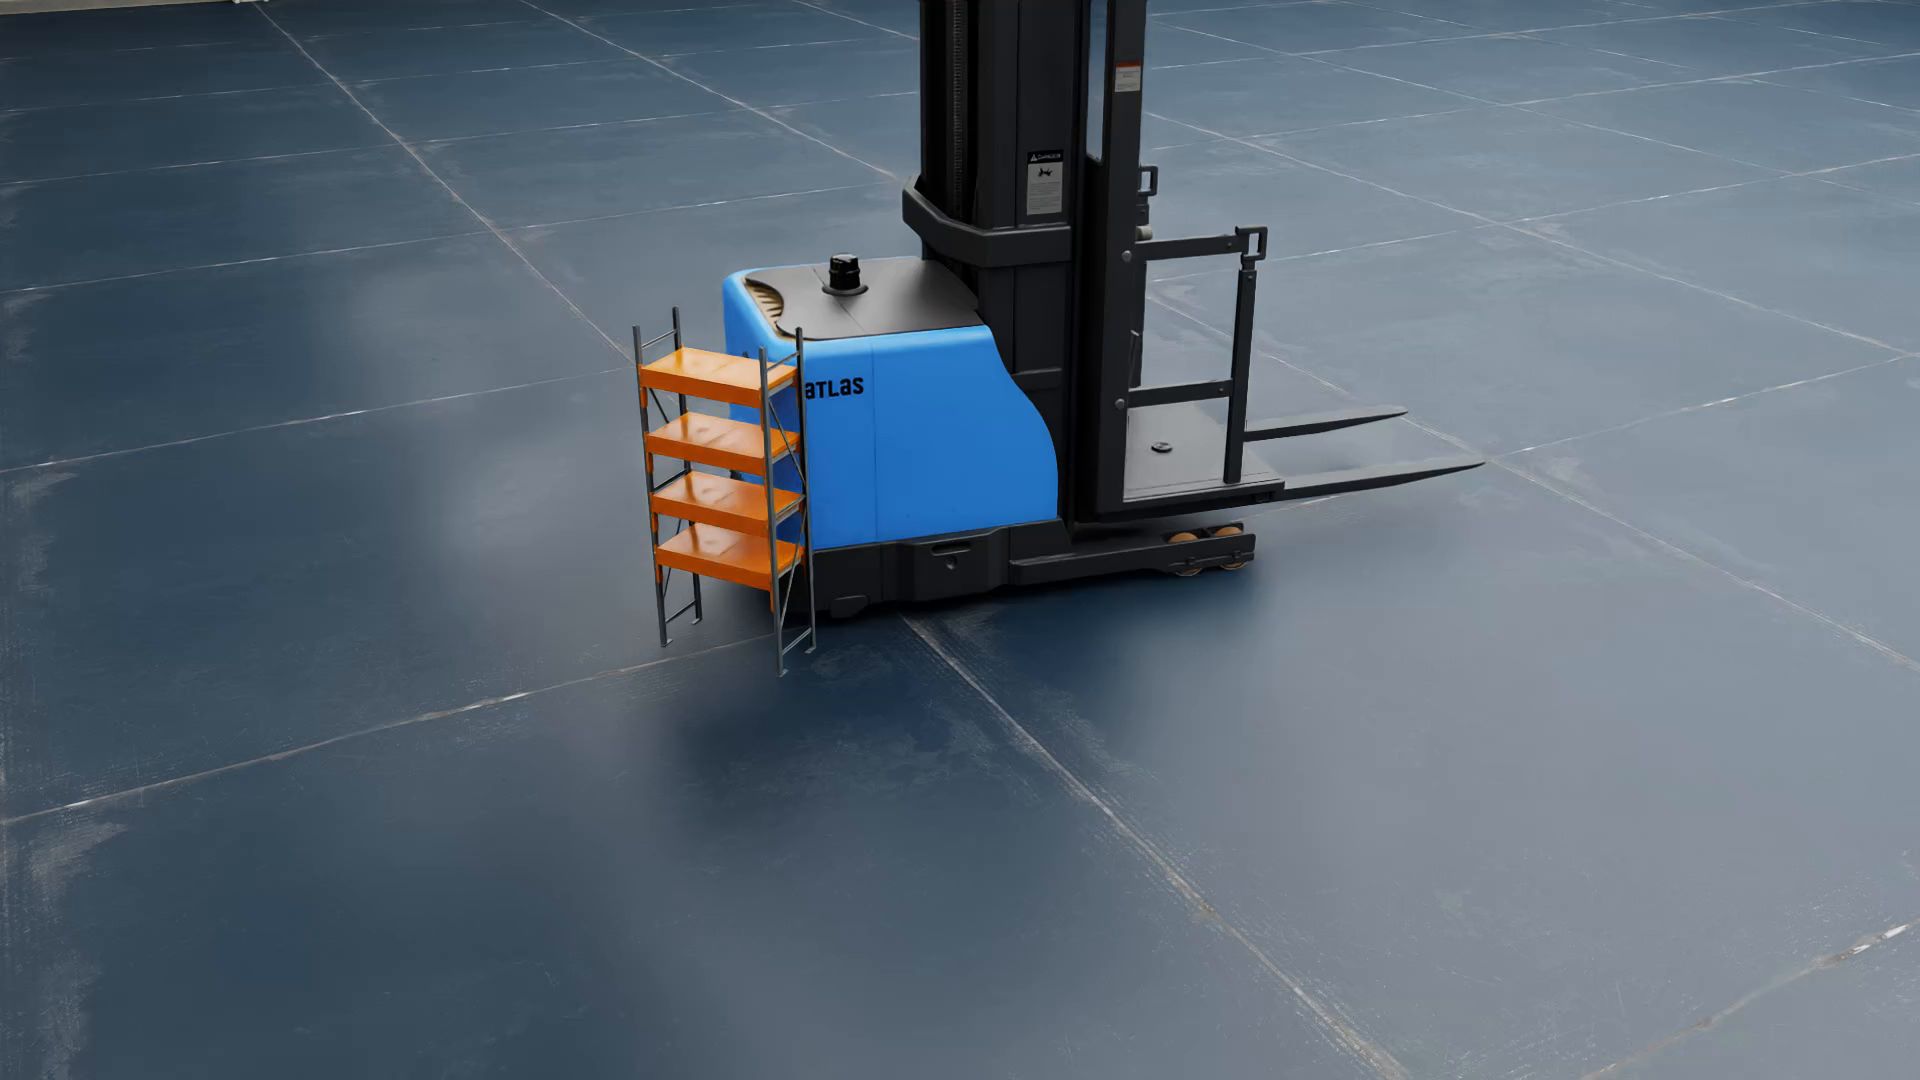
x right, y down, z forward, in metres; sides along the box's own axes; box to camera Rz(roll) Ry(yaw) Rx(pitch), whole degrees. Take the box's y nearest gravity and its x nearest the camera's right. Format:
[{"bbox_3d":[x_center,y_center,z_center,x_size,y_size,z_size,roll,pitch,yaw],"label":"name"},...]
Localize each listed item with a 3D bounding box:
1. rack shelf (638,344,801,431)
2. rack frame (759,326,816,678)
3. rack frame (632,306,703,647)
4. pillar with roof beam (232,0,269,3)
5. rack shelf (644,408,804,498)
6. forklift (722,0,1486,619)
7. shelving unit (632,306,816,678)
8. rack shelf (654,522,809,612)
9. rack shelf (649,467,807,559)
[{"bbox_3d":[-0.793,-0.511,5.521,0.480,0.148,0.258,12,28,24],"label":"rack shelf"},{"bbox_3d":[-0.575,-0.110,5.592,0.015,1.200,0.240,12,28,24],"label":"rack frame"},{"bbox_3d":[-1.011,-0.204,5.789,0.015,1.200,0.240,12,28,24],"label":"rack frame"},{"bbox_3d":[-6.856,-9.163,15.437,0.400,9.000,9.100,-13,29,-25],"label":"pillar with roof beam"},{"bbox_3d":[-0.793,-0.298,5.623,0.480,0.148,0.258,12,28,24],"label":"rack shelf"},{"bbox_3d":[0.644,-1.389,6.257,3.031,2.935,1.130,-8,27,-15],"label":"forklift"},{"bbox_3d":[-0.793,-0.157,5.691,0.503,1.200,0.258,12,28,24],"label":"shelving unit"},{"bbox_3d":[-0.793,0.083,5.806,0.480,0.148,0.258,12,28,24],"label":"rack shelf"},{"bbox_3d":[-0.793,-0.096,5.720,0.480,0.148,0.258,12,28,24],"label":"rack shelf"}]
